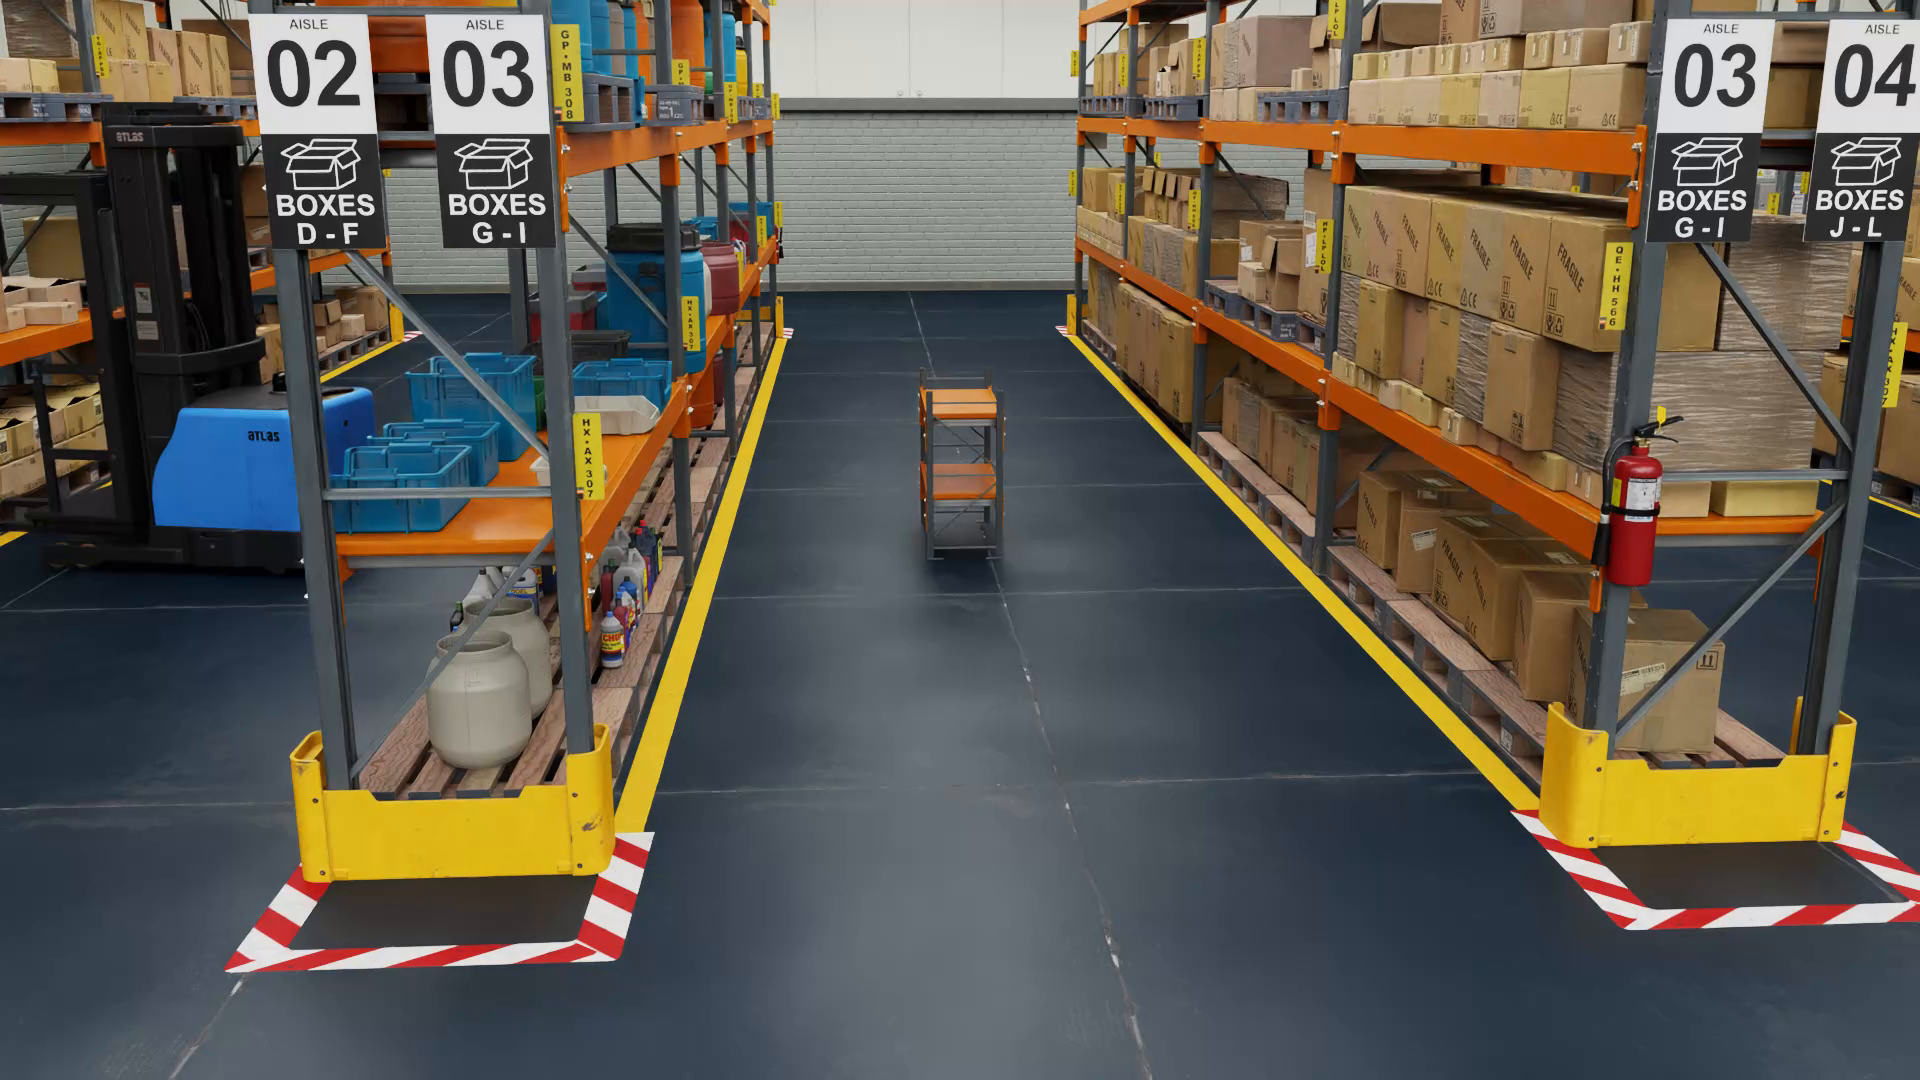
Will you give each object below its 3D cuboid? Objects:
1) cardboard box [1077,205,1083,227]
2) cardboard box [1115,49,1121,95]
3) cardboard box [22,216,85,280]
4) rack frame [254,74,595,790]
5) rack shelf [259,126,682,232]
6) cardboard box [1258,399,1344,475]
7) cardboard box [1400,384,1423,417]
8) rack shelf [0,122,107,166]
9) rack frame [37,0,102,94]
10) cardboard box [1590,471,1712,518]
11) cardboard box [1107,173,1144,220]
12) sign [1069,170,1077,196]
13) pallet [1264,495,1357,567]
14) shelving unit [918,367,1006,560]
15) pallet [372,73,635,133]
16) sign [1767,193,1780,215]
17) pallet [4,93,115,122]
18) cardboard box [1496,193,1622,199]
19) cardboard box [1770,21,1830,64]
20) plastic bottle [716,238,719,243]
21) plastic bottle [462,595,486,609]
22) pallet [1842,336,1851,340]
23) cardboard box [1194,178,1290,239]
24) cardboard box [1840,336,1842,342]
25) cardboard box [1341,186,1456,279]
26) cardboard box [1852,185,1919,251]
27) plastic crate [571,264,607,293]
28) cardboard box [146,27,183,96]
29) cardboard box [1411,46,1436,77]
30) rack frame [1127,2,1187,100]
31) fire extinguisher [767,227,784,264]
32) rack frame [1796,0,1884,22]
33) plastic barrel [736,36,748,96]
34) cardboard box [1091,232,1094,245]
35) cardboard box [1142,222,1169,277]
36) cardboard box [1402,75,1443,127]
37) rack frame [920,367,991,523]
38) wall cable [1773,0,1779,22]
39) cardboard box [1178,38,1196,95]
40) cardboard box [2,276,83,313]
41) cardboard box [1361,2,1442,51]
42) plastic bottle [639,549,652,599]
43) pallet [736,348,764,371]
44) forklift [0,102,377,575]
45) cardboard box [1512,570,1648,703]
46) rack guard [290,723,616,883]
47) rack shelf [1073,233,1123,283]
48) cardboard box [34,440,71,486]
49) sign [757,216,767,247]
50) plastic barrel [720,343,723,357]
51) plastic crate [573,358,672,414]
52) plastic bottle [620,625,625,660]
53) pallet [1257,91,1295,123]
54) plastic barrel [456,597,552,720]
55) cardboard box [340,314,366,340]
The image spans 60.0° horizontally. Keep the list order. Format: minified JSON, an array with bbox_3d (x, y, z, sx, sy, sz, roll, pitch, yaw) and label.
[{"bbox_3d":[1.791,-4.170,21.418,0.500,0.250,0.500,-1,14,-5],"label":"cardboard box"},{"bbox_3d":[2.141,-5.308,18.872,0.700,0.500,0.500,0,14,-1],"label":"cardboard box"},{"bbox_3d":[-7.513,-2.487,14.130,0.700,0.500,0.500,-6,16,-22],"label":"cardboard box"},{"bbox_3d":[-1.922,-0.166,6.154,1.000,3.000,0.127,-1,14,-3],"label":"rack frame"},{"bbox_3d":[-2.046,-1.768,7.803,1.077,0.370,4.000,-1,14,-3],"label":"rack shelf"},{"bbox_3d":[2.677,-0.790,12.711,0.700,0.500,0.500,0,14,1],"label":"cardboard box"},{"bbox_3d":[2.589,-0.747,8.916,0.380,0.149,0.250,-1,14,-3],"label":"cardboard box"},{"bbox_3d":[-7.238,-2.687,11.375,1.077,0.370,4.000,-1,14,-3],"label":"rack shelf"},{"bbox_3d":[-7.361,-4.986,12.845,1.000,3.000,0.127,-1,14,-3],"label":"rack frame"},{"bbox_3d":[2.798,-0.189,6.745,0.380,0.149,0.250,-1,14,-3],"label":"cardboard box"},{"bbox_3d":[1.956,-3.897,18.851,0.500,0.500,0.500,-1,14,-3],"label":"cardboard box"},{"bbox_3d":[1.476,-4.673,21.771,0.100,0.325,0.005,-1,14,-3],"label":"sign"},{"bbox_3d":[2.724,-0.081,11.417,1.003,0.211,1.213,-1,14,-3],"label":"pallet"},{"bbox_3d":[0.000,-0.546,11.393,0.538,1.125,1.048,-1,14,-3],"label":"shelving unit"},{"bbox_3d":[-1.875,-1.735,6.609,1.003,0.211,1.213,-1,14,-3],"label":"pallet"},{"bbox_3d":[6.942,-2.796,14.207,0.100,0.325,0.005,-1,14,-3],"label":"sign"},{"bbox_3d":[-7.230,-3.274,12.592,1.213,0.211,1.003,0,14,-1],"label":"pallet"},{"bbox_3d":[3.139,-1.558,8.758,0.500,0.500,0.500,-1,14,-3],"label":"cardboard box"},{"bbox_3d":[3.235,-1.888,6.326,0.380,0.149,0.250,-1,14,-4],"label":"cardboard box"},{"bbox_3d":[-2.414,-2.855,16.703,0.144,0.351,0.185,-1,14,-3],"label":"plastic bottle"},{"bbox_3d":[-2.461,0.426,8.432,0.152,0.276,0.135,-1,14,-3],"label":"plastic bottle"},{"bbox_3d":[12.049,-2.827,22.090,1.003,0.211,1.213,-1,14,-3],"label":"pallet"},{"bbox_3d":[2.497,-2.949,14.754,0.797,0.503,0.637,0,14,-2],"label":"cardboard box"},{"bbox_3d":[7.682,-1.815,15.230,0.500,0.250,0.500,-2,15,-6],"label":"cardboard box"},{"bbox_3d":[2.548,-1.799,9.693,0.500,0.500,0.500,-1,14,-3],"label":"cardboard box"},{"bbox_3d":[7.533,-2.579,13.323,0.700,0.500,0.500,-1,14,-4],"label":"cardboard box"},{"bbox_3d":[-2.623,-1.780,12.298,0.402,0.464,0.583,-1,14,-3],"label":"plastic crate"},{"bbox_3d":[-7.566,-4.370,15.228,0.600,0.600,0.600,-1,15,-6],"label":"cardboard box"},{"bbox_3d":[2.554,-2.464,8.566,0.380,0.149,0.250,-1,14,-4],"label":"cardboard box"},{"bbox_3d":[2.278,-6.133,17.302,1.000,3.000,0.127,-1,14,-3],"label":"rack frame"},{"bbox_3d":[-2.469,-3.972,21.848,0.296,0.674,0.183,-1,14,-3],"label":"fire extinguisher"},{"bbox_3d":[7.483,-5.189,13.636,1.000,3.000,0.127,-1,14,-3],"label":"rack frame"},{"bbox_3d":[-2.406,-4.674,16.433,0.600,0.588,0.600,0,14,0],"label":"plastic barrel"},{"bbox_3d":[1.805,-3.687,20.342,0.380,0.149,0.250,-1,14,-4],"label":"cardboard box"},{"bbox_3d":[2.120,-2.908,16.608,0.500,0.500,0.500,-1,14,-5],"label":"cardboard box"},{"bbox_3d":[2.604,-2.247,8.520,0.500,0.250,0.500,-1,15,-6],"label":"cardboard box"},{"bbox_3d":[-0.032,-0.673,11.884,0.500,1.125,0.032,-1,14,-3],"label":"rack frame"},{"bbox_3d":[14.821,-8.754,27.413,2.988,3.039,0.133,-1,14,-3],"label":"wall cable"},{"bbox_3d":[2.275,-4.301,15.159,0.500,0.500,0.500,0,14,0],"label":"cardboard box"},{"bbox_3d":[-7.383,-1.946,13.250,0.500,0.311,0.500,0,14,0],"label":"cardboard box"},{"bbox_3d":[2.844,-3.062,10.339,0.797,0.503,0.637,-2,15,-6],"label":"cardboard box"},{"bbox_3d":[-1.778,0.184,9.358,0.061,0.283,0.133,0,14,0],"label":"plastic bottle"},{"bbox_3d":[-2.749,-1.983,18.809,1.003,0.211,1.213,-1,14,-3],"label":"pallet"},{"bbox_3d":[-5.504,-1.358,10.921,3.031,2.935,1.130,3,15,10],"label":"forklift"},{"bbox_3d":[2.929,0.461,7.890,0.500,0.500,0.500,3,15,11],"label":"cardboard box"},{"bbox_3d":[-1.973,1.026,6.536,1.175,0.500,0.348,-1,14,-3],"label":"rack guard"},{"bbox_3d":[2.154,-3.376,20.073,1.077,0.370,4.000,-1,14,-3],"label":"rack shelf"},{"bbox_3d":[-7.022,-0.572,12.405,0.500,0.250,0.500,-1,14,-2],"label":"cardboard box"},{"bbox_3d":[-2.116,-3.293,17.749,0.100,0.325,0.005,-1,14,-3],"label":"sign"},{"bbox_3d":[-2.605,-2.026,16.751,0.600,0.901,0.708,-1,14,-3],"label":"plastic barrel"},{"bbox_3d":[-1.830,-0.818,8.985,0.499,0.251,0.616,-1,14,-3],"label":"plastic crate"},{"bbox_3d":[-1.729,0.494,8.319,0.097,0.201,0.097,0,14,0],"label":"plastic bottle"},{"bbox_3d":[2.775,-3.013,11.572,1.213,0.211,1.003,-1,14,-3],"label":"pallet"},{"bbox_3d":[-2.070,0.548,7.527,0.421,0.512,0.421,0,14,0],"label":"plastic barrel"},{"bbox_3d":[-7.549,-2.583,20.183,0.500,0.250,0.500,-1,14,-3],"label":"cardboard box"}]
